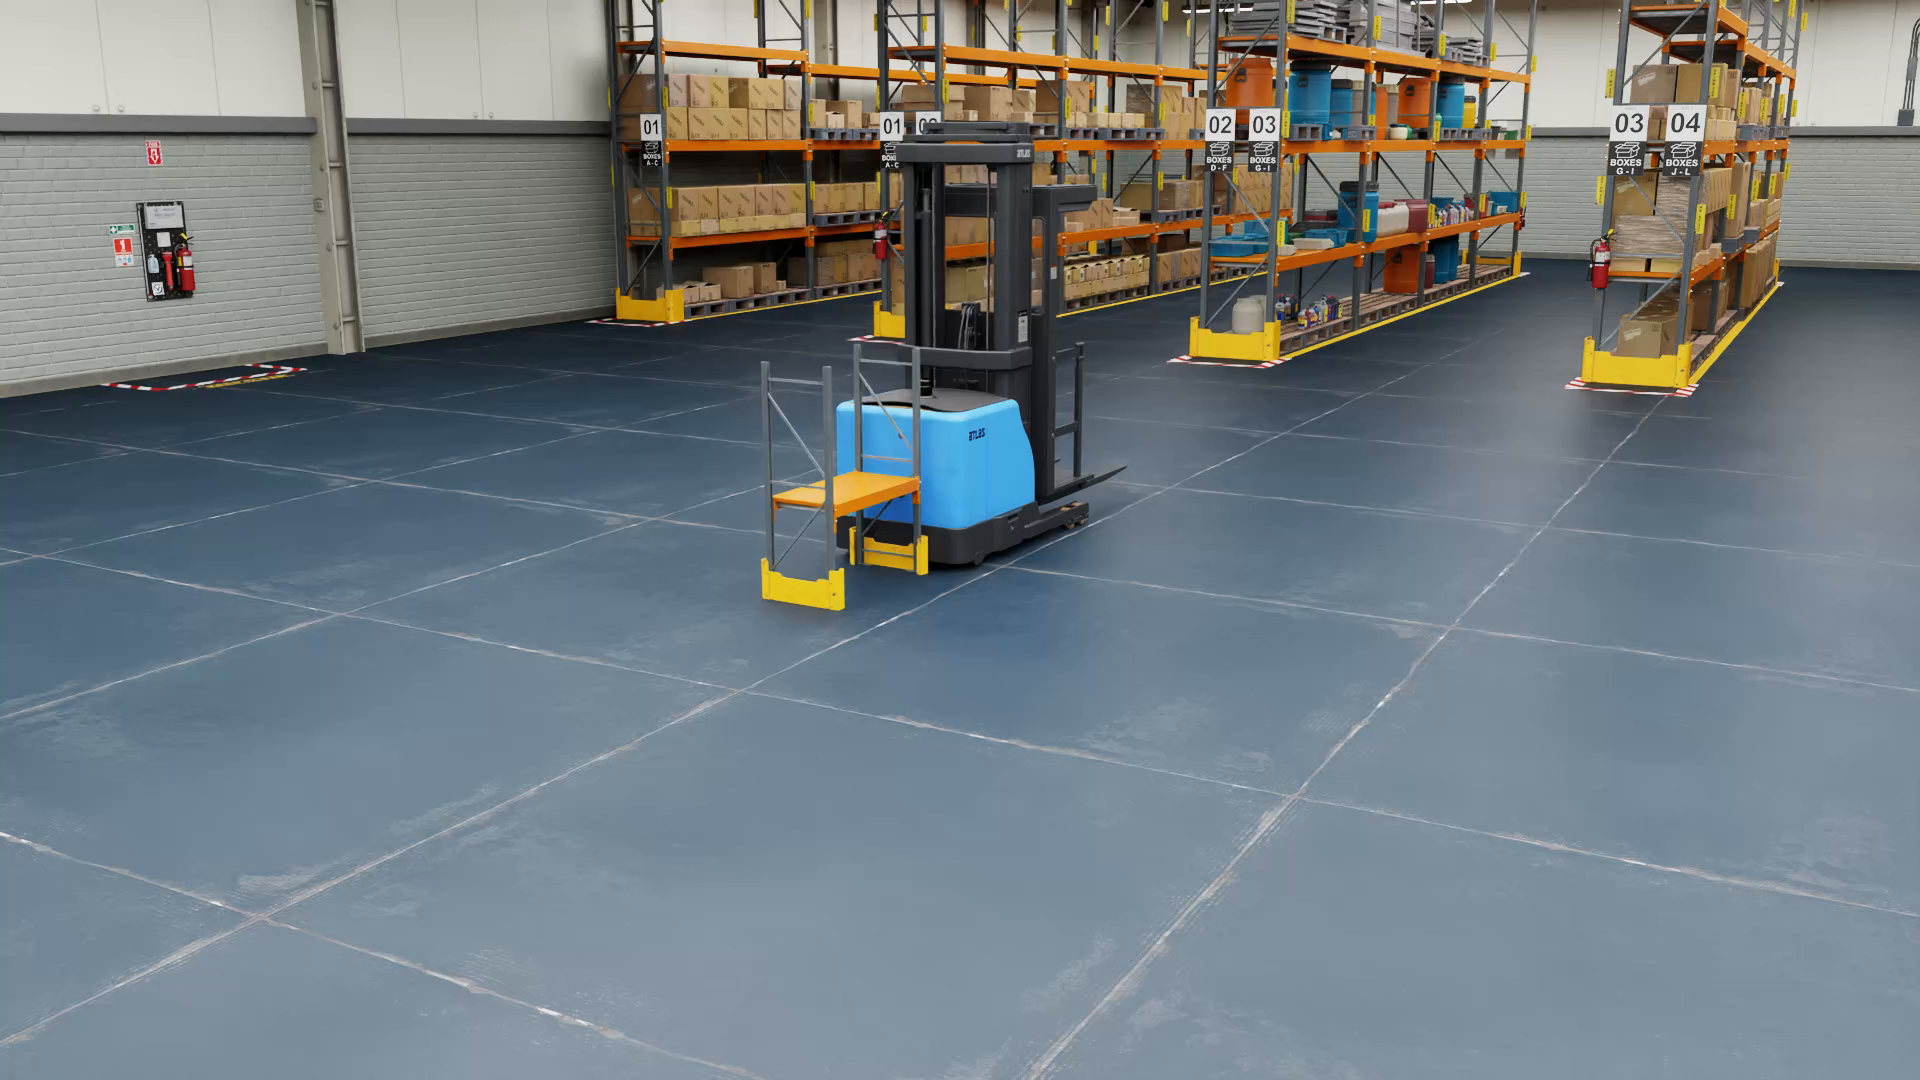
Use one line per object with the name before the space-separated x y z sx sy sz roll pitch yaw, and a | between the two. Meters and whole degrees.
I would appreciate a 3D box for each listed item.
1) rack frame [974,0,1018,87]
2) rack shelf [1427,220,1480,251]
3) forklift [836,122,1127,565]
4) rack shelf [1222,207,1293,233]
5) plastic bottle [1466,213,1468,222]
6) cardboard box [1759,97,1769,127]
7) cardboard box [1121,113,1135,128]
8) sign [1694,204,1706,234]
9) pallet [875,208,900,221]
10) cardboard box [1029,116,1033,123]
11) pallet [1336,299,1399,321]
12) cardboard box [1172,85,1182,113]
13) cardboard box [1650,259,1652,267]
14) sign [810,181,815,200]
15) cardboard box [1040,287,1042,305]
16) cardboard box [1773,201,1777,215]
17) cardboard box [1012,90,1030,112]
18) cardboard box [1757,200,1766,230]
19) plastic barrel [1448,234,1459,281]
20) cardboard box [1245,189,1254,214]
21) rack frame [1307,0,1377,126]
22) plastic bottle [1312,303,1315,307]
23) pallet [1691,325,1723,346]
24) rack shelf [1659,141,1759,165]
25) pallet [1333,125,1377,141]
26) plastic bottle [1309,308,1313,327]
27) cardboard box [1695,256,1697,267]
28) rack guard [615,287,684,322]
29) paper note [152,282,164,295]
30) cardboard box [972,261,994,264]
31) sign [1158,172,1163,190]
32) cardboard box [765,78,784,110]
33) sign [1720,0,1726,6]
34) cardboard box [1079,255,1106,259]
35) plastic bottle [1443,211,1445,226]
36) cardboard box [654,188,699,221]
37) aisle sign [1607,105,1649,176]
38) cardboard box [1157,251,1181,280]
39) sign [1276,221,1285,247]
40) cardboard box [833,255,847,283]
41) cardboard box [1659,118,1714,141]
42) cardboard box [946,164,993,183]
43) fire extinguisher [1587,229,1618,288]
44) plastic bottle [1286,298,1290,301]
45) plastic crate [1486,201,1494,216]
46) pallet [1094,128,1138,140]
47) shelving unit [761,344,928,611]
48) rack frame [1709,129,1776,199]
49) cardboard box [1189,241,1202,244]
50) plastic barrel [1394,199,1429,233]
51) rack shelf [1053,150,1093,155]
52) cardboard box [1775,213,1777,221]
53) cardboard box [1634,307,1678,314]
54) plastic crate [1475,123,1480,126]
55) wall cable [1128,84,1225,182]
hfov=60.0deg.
rack frame | 0.778 -10.374 35.863 1.000 3.000 0.127 7 15 28
rack shelf | 8.484 -5.575 30.292 1.077 0.370 4.000 7 15 28
forklift | 0.318 -1.553 12.220 1.130 2.935 3.031 8 16 29
rack shelf | 6.083 -6.957 36.028 1.077 0.370 4.000 7 15 28
plastic bottle | 9.511 -6.094 31.335 0.097 0.201 0.097 0 14 0
cardboard box | 13.515 -7.365 28.672 0.700 0.500 0.500 8 16 29
cardboard box | 2.775 -7.457 29.587 0.500 0.250 0.500 8 16 30
sign | 8.461 -3.671 19.014 0.100 0.325 0.005 7 15 28
pallet | -1.407 -6.385 32.528 1.213 0.211 1.003 7 15 28
cardboard box | 1.343 -9.207 36.635 0.500 0.250 0.500 7 15 28
pallet | 6.518 -3.755 27.158 1.003 0.211 1.213 7 15 28
cardboard box | 3.892 -8.367 31.593 0.500 0.500 0.500 7 15 28
cardboard box | 8.274 -3.429 20.394 0.380 0.149 0.250 7 15 28
sign | -2.610 -6.177 29.408 0.100 0.325 0.005 7 15 28
cardboard box | 1.216 -4.003 27.209 0.500 0.250 0.500 7 15 28
cardboard box | 14.979 -6.221 31.122 0.500 0.250 0.500 7 15 28
cardboard box | 0.775 -6.961 26.699 0.500 0.500 0.500 9 16 33
cardboard box | 13.554 -5.595 28.627 0.500 0.500 0.500 8 16 30
plastic barrel | 9.173 -5.409 31.652 0.600 0.901 0.708 7 15 28
cardboard box | 5.846 -7.125 34.972 0.500 0.500 0.500 8 16 29
rack frame | 5.584 -7.610 24.399 1.000 3.000 0.127 7 15 28
plastic bottle | 5.173 -3.323 24.273 0.061 0.283 0.133 7 15 28
pallet | 10.294 -2.937 23.764 1.003 0.211 1.213 7 15 28
rack shelf | 10.886 -5.651 24.209 1.077 0.370 4.000 7 15 28
pallet | 5.320 -5.901 24.113 1.213 0.211 1.003 7 15 28
plastic bottle | 4.965 -3.167 23.654 0.097 0.271 0.097 0 14 0
cardboard box | 8.706 -3.373 20.162 0.380 0.149 0.250 7 15 28
rack guard | -4.986 -3.796 26.712 1.175 0.500 0.348 7 15 28
paper note | -9.716 -3.047 20.150 0.016 0.148 0.142 7 15 28
cardboard box | 0.497 -4.059 25.841 0.500 0.500 0.500 7 15 28
sign | 3.670 -6.577 30.443 0.100 0.325 0.005 7 15 28
cardboard box | -3.351 -7.571 28.247 0.500 0.500 0.500 8 16 31
sign | 13.313 -9.289 29.033 0.100 0.325 0.005 7 15 28
cardboard box | 2.426 -5.033 30.286 0.500 0.311 0.500 7 15 27
plastic bottle | 8.648 -5.761 29.806 0.097 0.271 0.097 0 14 0
cardboard box | -4.529 -5.361 26.546 0.500 0.500 0.500 7 15 28
aisle sign | 7.693 -4.597 19.154 0.394 0.787 0.004 7 15 28
cardboard box | 3.901 -5.244 31.780 0.500 0.500 0.500 7 15 26
sign | 4.129 -3.944 21.403 0.100 0.325 0.005 7 15 28
cardboard box | -2.542 -5.079 31.097 0.700 0.500 0.500 7 15 27
cardboard box | 8.445 -4.767 19.325 0.500 0.250 0.500 8 16 30
cardboard box | 0.070 -5.431 25.181 0.700 0.500 0.500 7 15 28
fire extinguisher | 7.527 -3.303 19.499 0.296 0.674 0.183 7 15 28
plastic bottle | 4.913 -3.498 25.017 0.152 0.276 0.135 8 16 30
plastic crate | 10.350 -6.599 33.130 0.437 0.282 0.530 7 15 28
pallet | 2.395 -7.064 28.935 1.003 0.211 1.213 8 16 31
shelving unit | -0.732 -0.436 10.643 0.587 1.500 1.083 8 16 29
rack frame | 13.787 -5.774 29.582 1.000 3.000 0.127 7 15 28
cardboard box | 5.144 -6.045 35.101 0.500 0.500 0.500 7 15 28
plastic barrel | 7.558 -5.451 27.953 0.600 0.536 0.708 7 15 28
rack shelf | 1.745 -8.976 38.001 1.077 0.370 4.000 7 15 28
cardboard box | 15.344 -6.152 31.688 0.380 0.149 0.250 7 15 27
cardboard box | 8.880 -2.680 21.186 0.500 0.500 0.500 9 16 33
plastic crate | 10.405 -8.301 33.799 0.504 0.338 0.767 7 15 28
wall cable | 5.759 -10.805 44.276 3.097 2.526 0.112 7 15 28
